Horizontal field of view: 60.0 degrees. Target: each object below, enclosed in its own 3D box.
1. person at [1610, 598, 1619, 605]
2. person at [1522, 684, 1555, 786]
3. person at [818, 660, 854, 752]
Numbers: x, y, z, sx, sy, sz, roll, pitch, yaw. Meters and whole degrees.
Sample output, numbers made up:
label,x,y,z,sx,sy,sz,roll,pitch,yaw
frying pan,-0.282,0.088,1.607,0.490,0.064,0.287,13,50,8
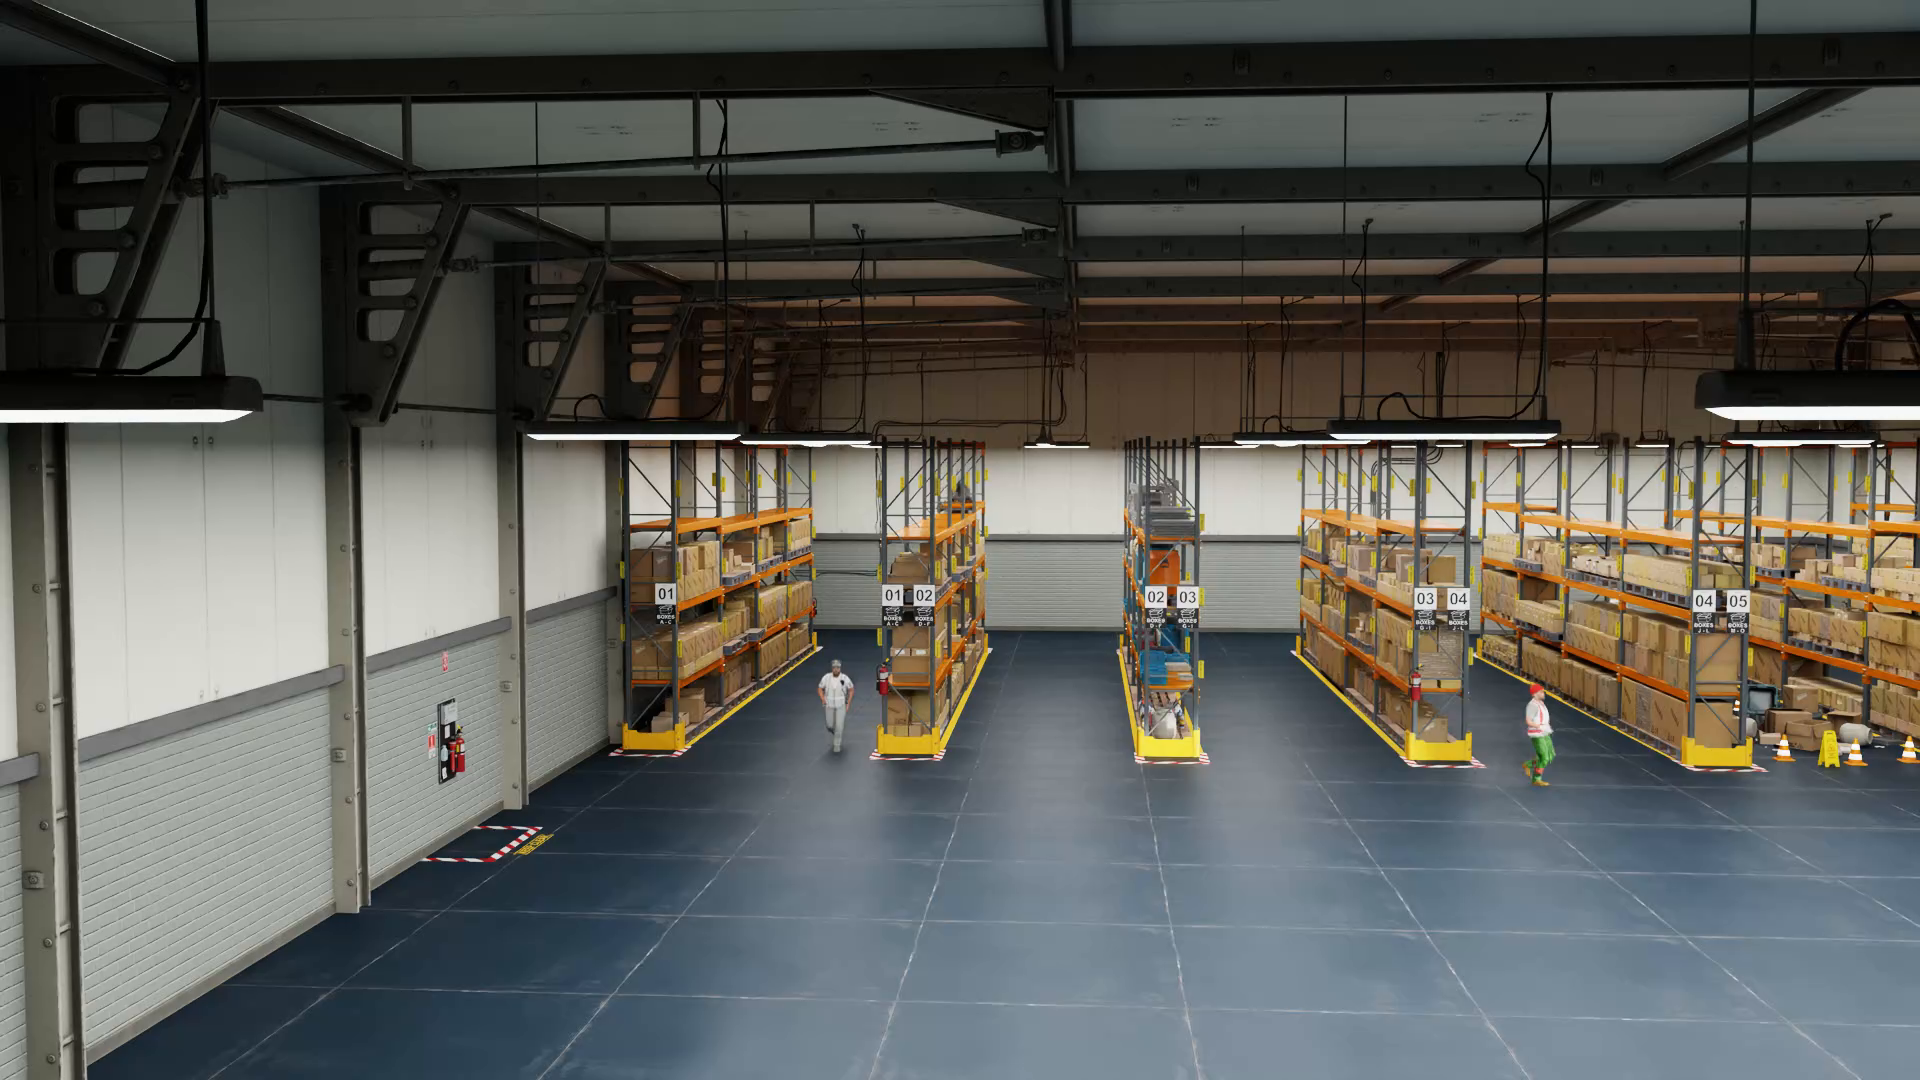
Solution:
label,x,y,z,sx,sy,sz,roll,pitch,yaw
person,18.503,2.406,47.407,0.777,1.624,0.685,0,3,-3
person,9.886,3.330,28.405,0.613,1.739,0.652,2,4,38
person,-2.388,3.163,31.869,0.678,1.763,0.588,0,3,4
